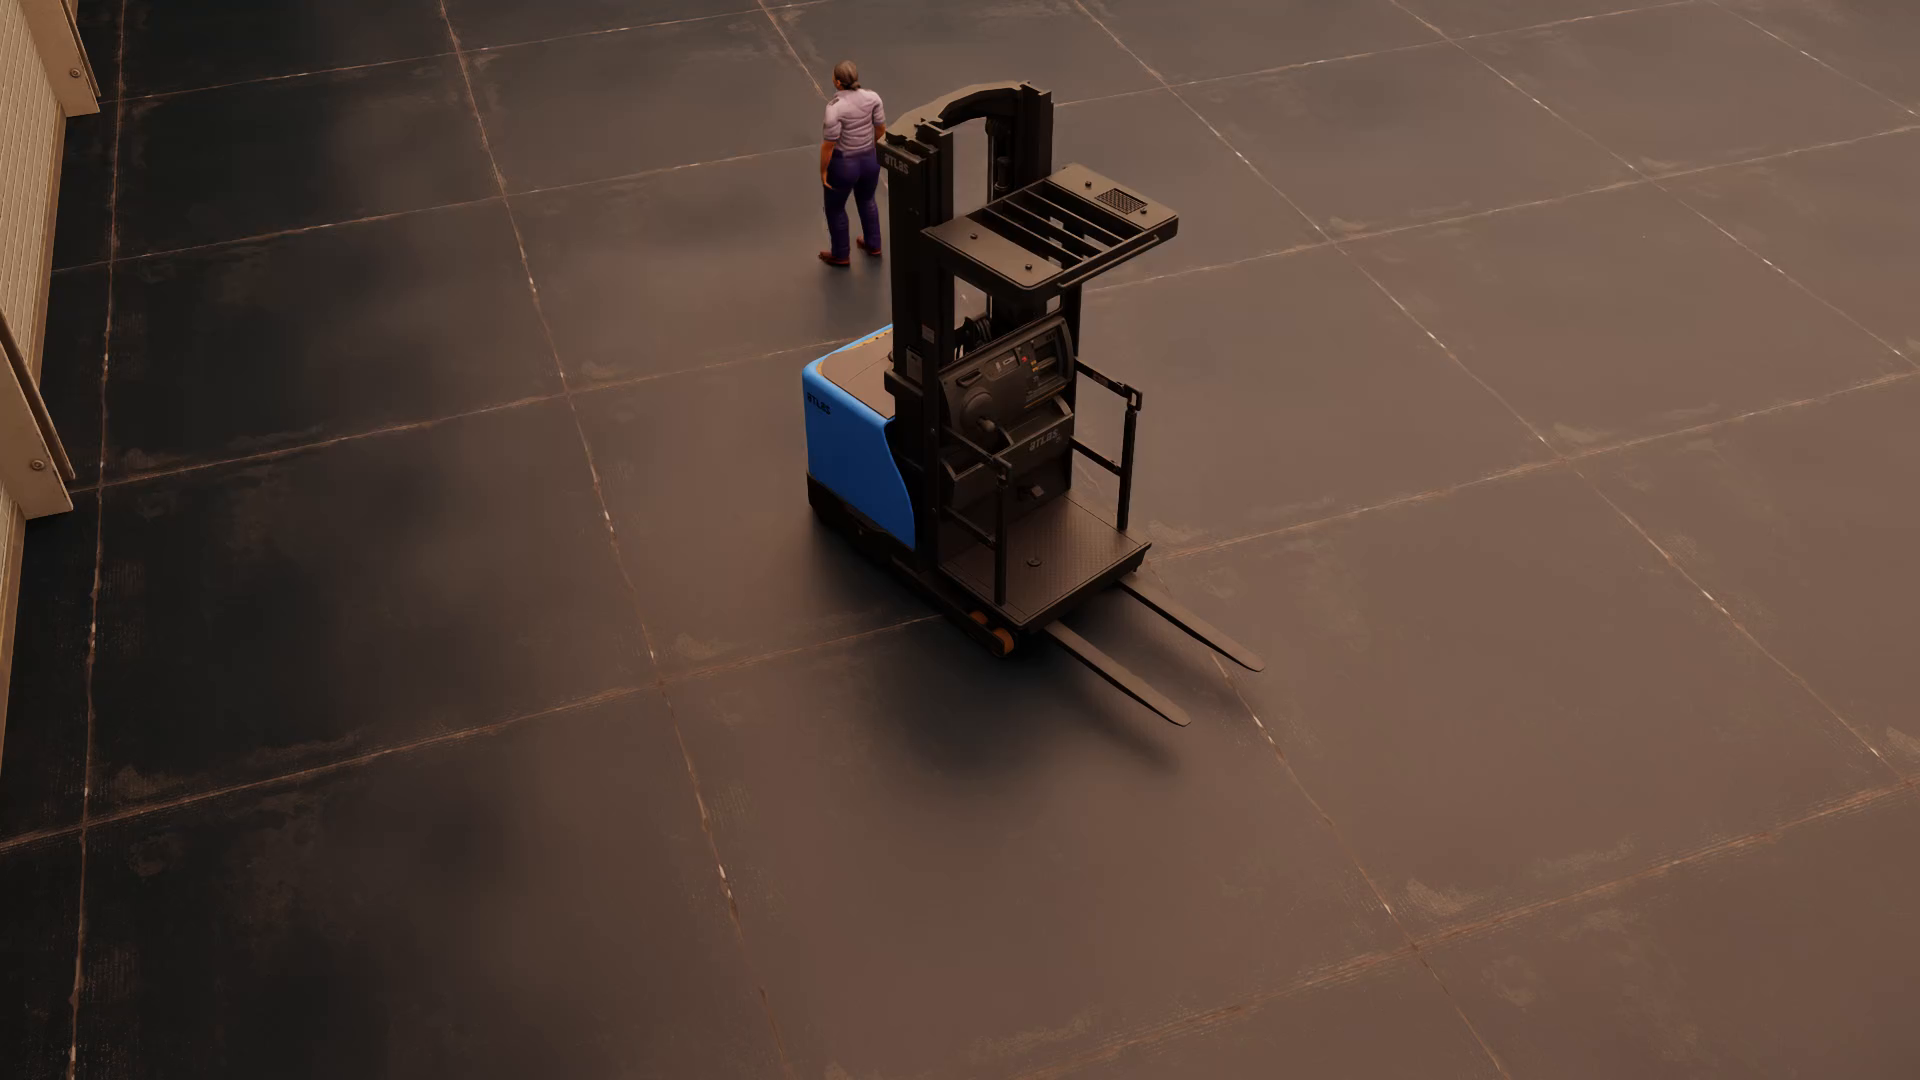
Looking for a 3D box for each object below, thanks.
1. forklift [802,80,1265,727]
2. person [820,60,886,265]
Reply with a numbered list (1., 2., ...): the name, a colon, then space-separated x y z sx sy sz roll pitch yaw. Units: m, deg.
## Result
1. forklift: 0.409 -0.833 8.988 1.130 2.935 3.031 -30 49 -31
2. person: -0.832 -2.794 12.348 0.559 1.652 0.434 -24 46 -26
